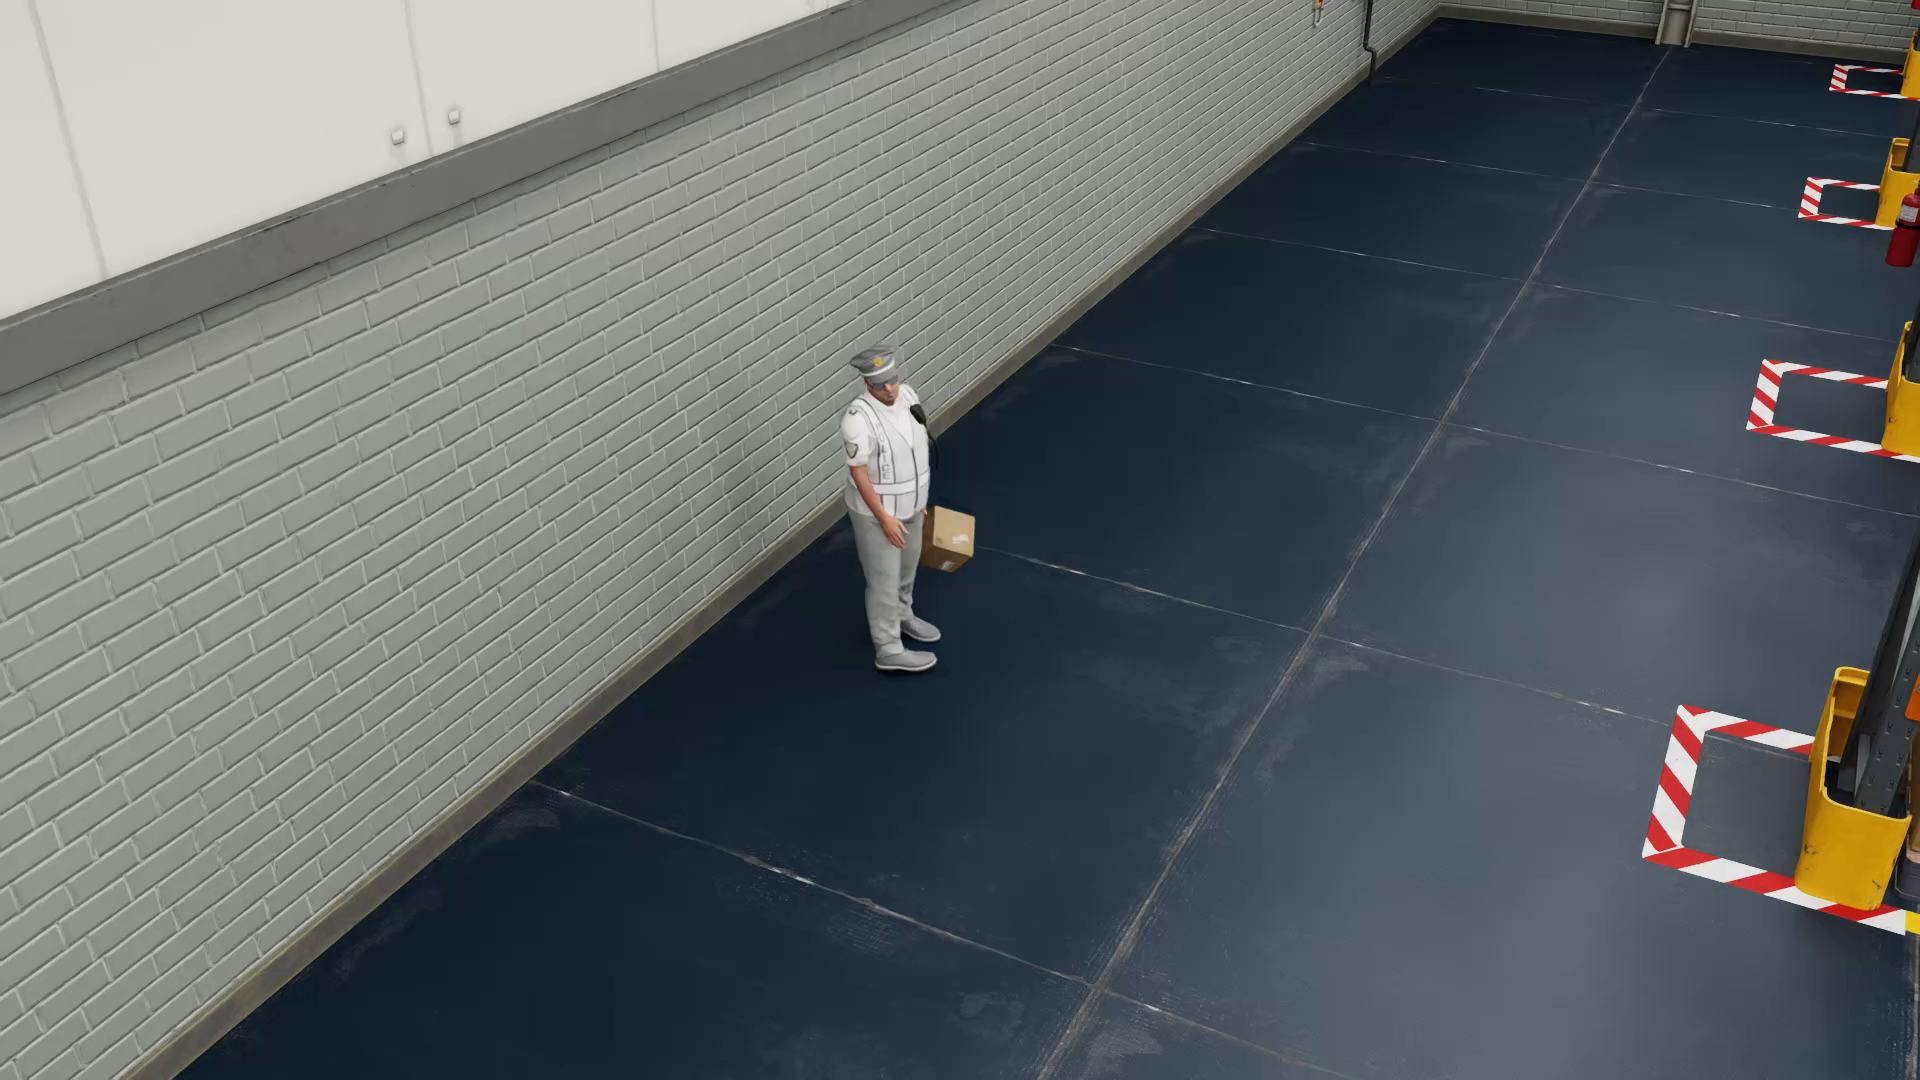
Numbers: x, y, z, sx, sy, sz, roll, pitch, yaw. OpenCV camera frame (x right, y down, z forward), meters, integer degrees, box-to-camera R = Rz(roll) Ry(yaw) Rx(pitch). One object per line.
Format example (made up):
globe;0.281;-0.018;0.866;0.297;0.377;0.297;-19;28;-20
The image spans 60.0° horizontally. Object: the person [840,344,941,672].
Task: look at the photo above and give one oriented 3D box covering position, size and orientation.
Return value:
person;-0.307;-0.170;8.547;0.506;1.766;0.538;21;36;32
